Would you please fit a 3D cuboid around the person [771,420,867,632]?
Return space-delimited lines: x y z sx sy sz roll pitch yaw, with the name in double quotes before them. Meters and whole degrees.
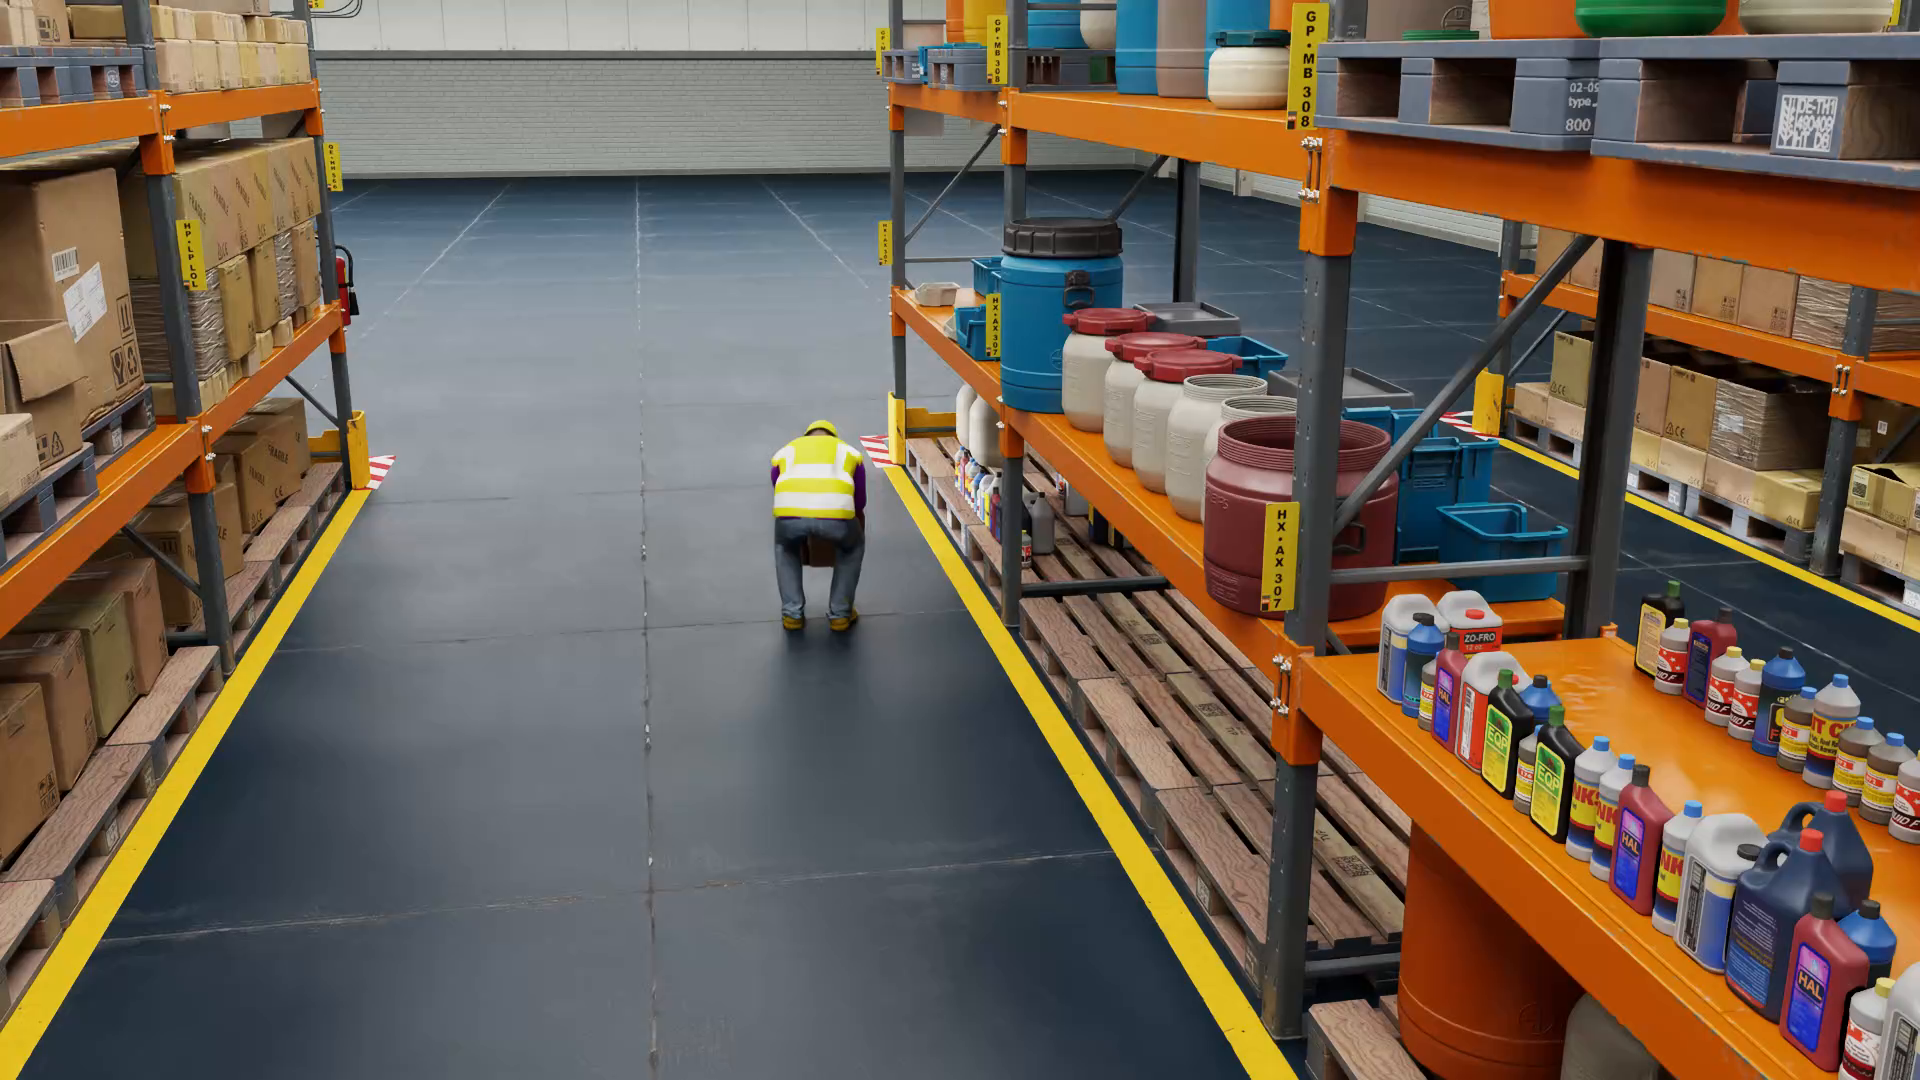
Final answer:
"person" -0.780 -0.078 9.107 0.523 1.014 0.960 0 16 1
